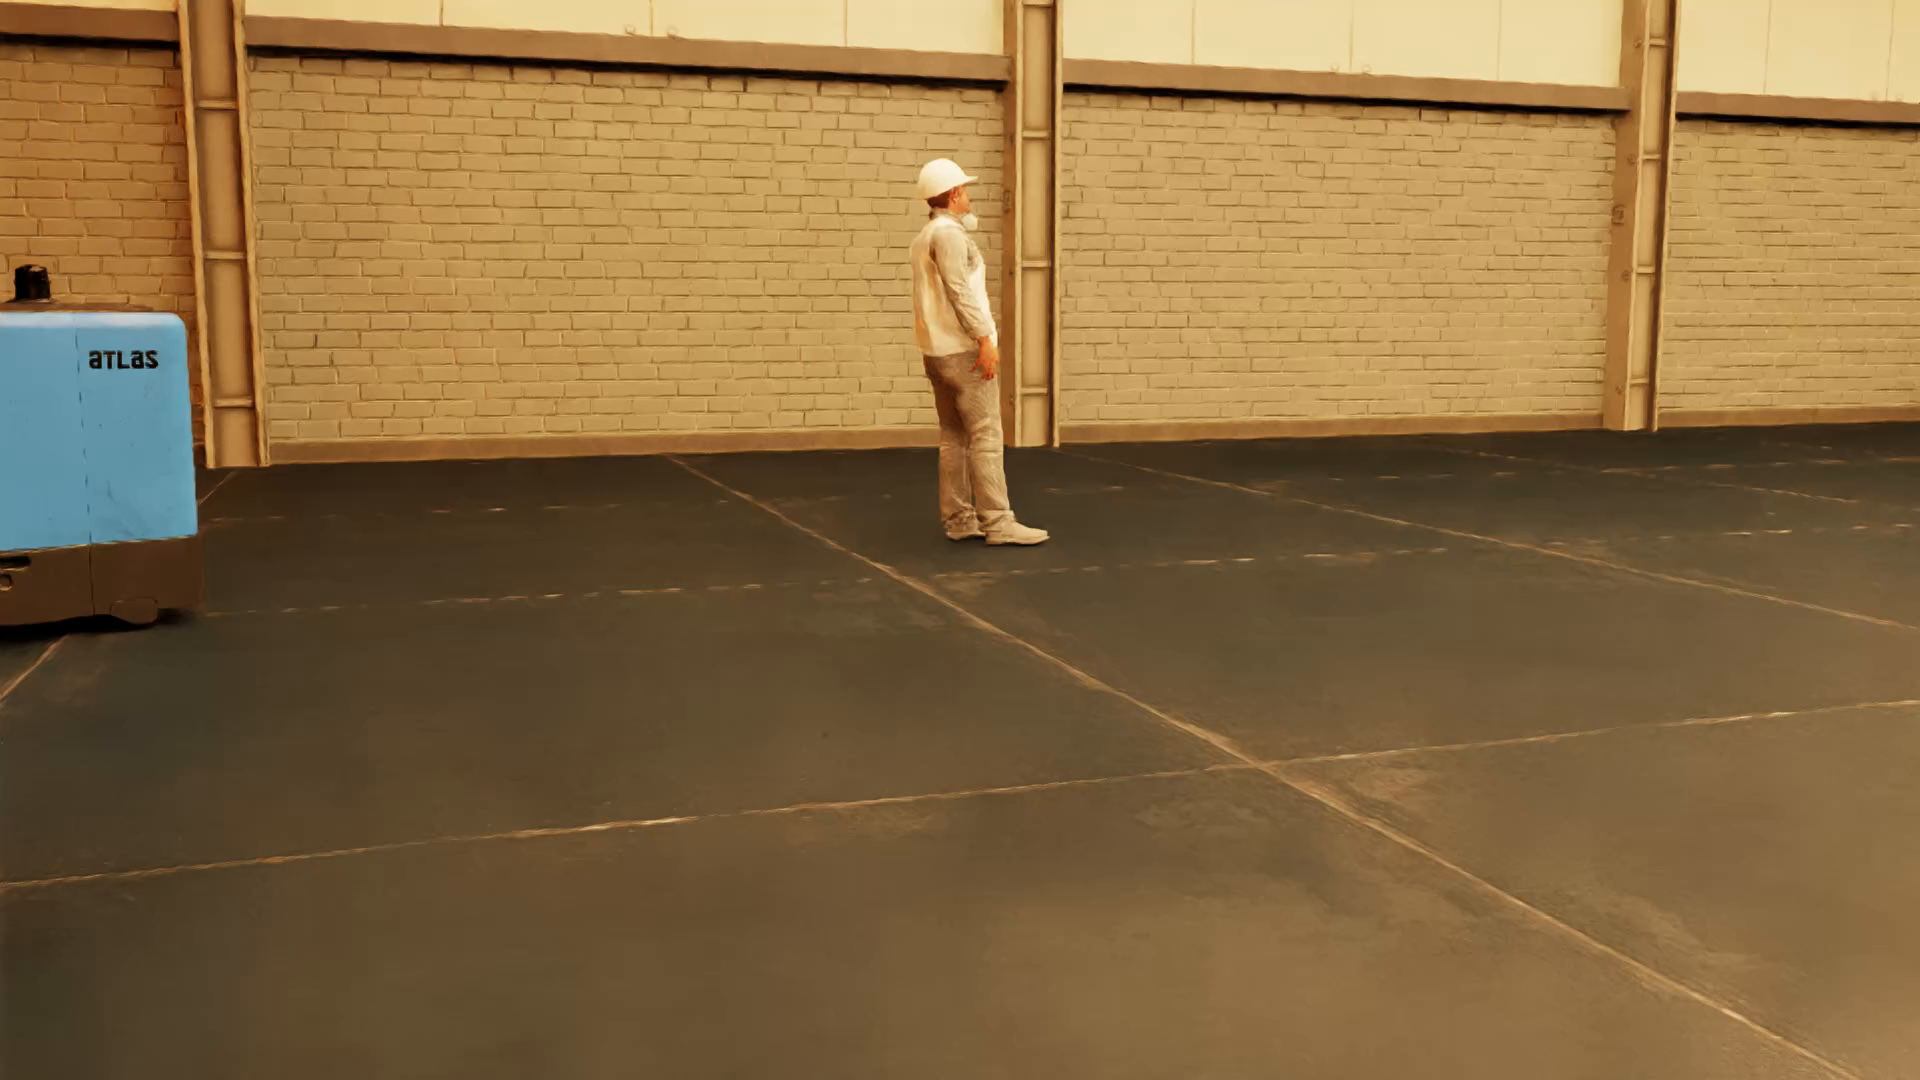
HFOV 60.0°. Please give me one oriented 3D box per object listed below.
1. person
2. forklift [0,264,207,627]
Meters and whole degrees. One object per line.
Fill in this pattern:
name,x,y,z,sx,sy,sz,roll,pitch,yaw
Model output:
person,0.062,-0.888,7.815,0.567,1.773,0.632,-3,8,-18
forklift,-4.099,-1.089,5.052,3.031,2.935,1.130,-6,10,-38
